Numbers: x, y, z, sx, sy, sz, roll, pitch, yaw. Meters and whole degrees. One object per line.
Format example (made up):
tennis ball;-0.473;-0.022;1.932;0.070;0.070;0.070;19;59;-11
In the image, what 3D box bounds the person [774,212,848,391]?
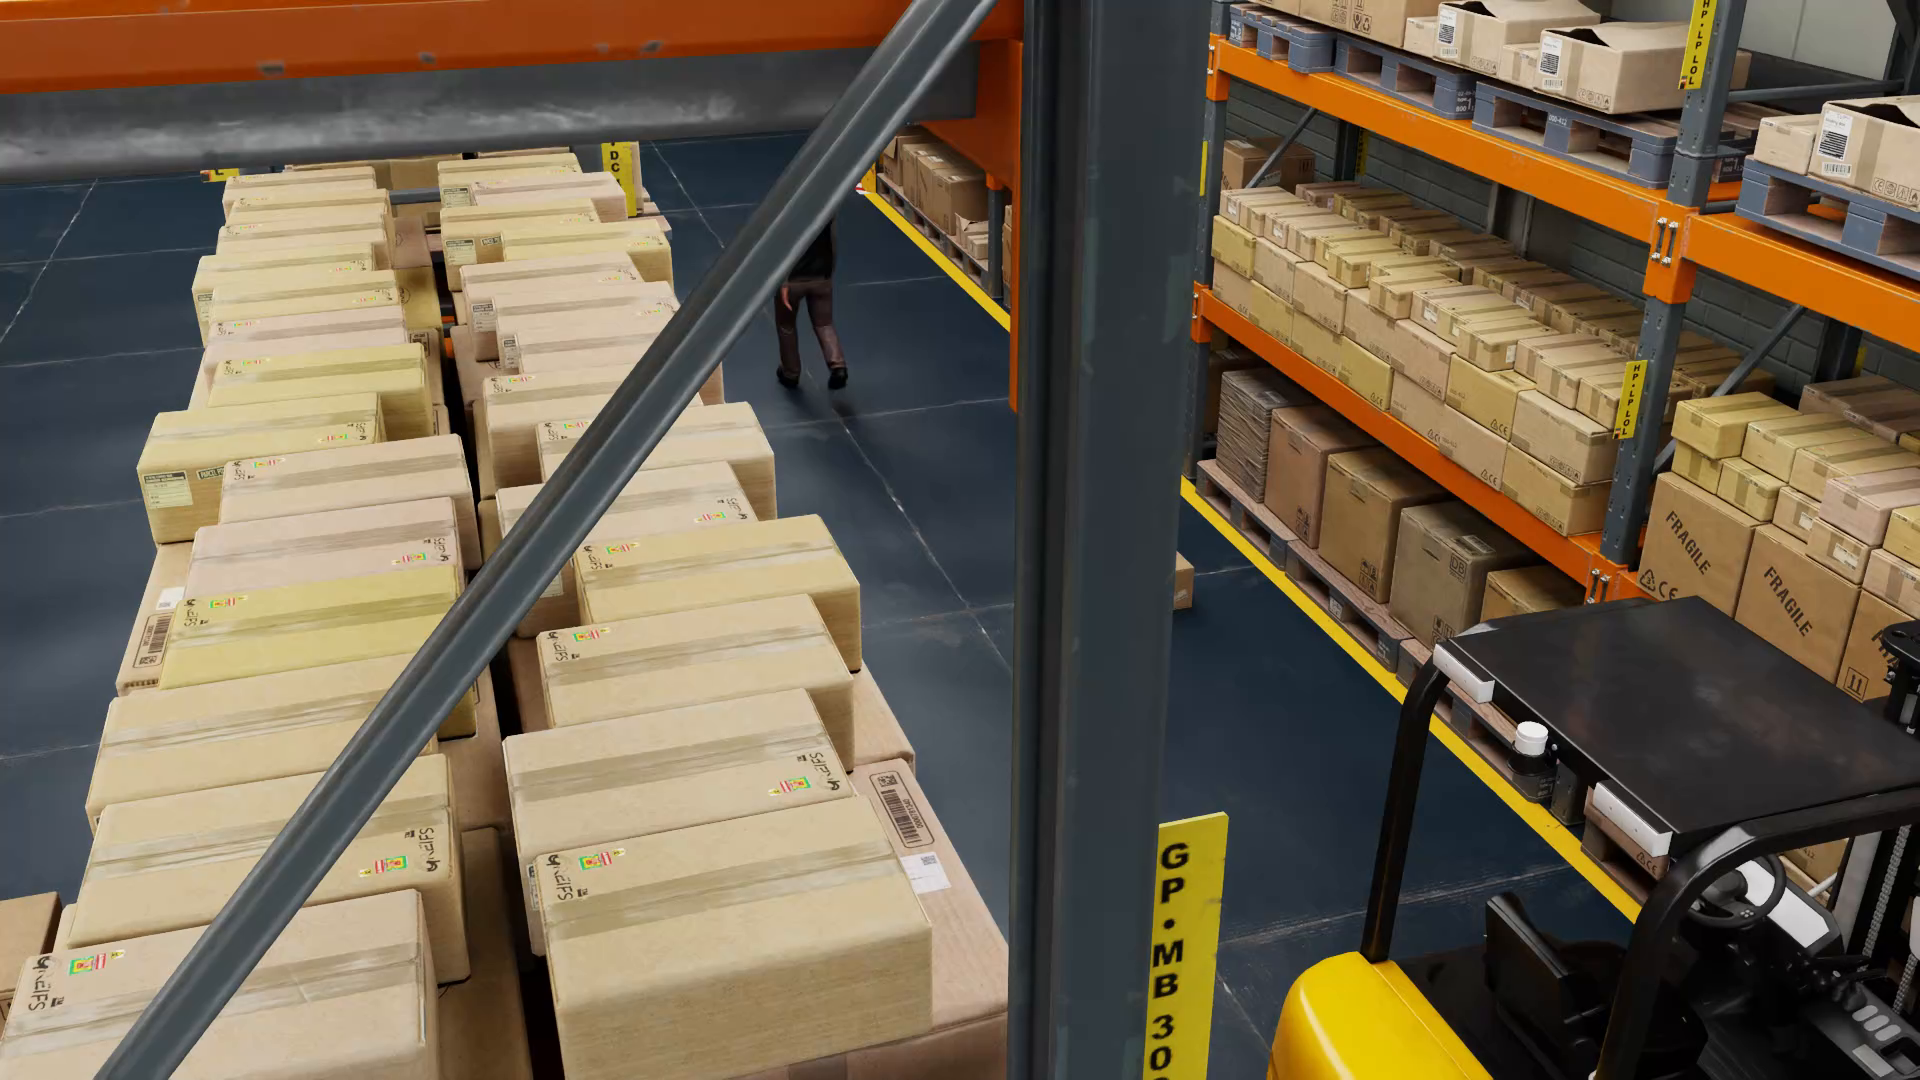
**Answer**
person;-1.105;-1.831;11.948;0.525;1.614;0.861;-11;28;-22
